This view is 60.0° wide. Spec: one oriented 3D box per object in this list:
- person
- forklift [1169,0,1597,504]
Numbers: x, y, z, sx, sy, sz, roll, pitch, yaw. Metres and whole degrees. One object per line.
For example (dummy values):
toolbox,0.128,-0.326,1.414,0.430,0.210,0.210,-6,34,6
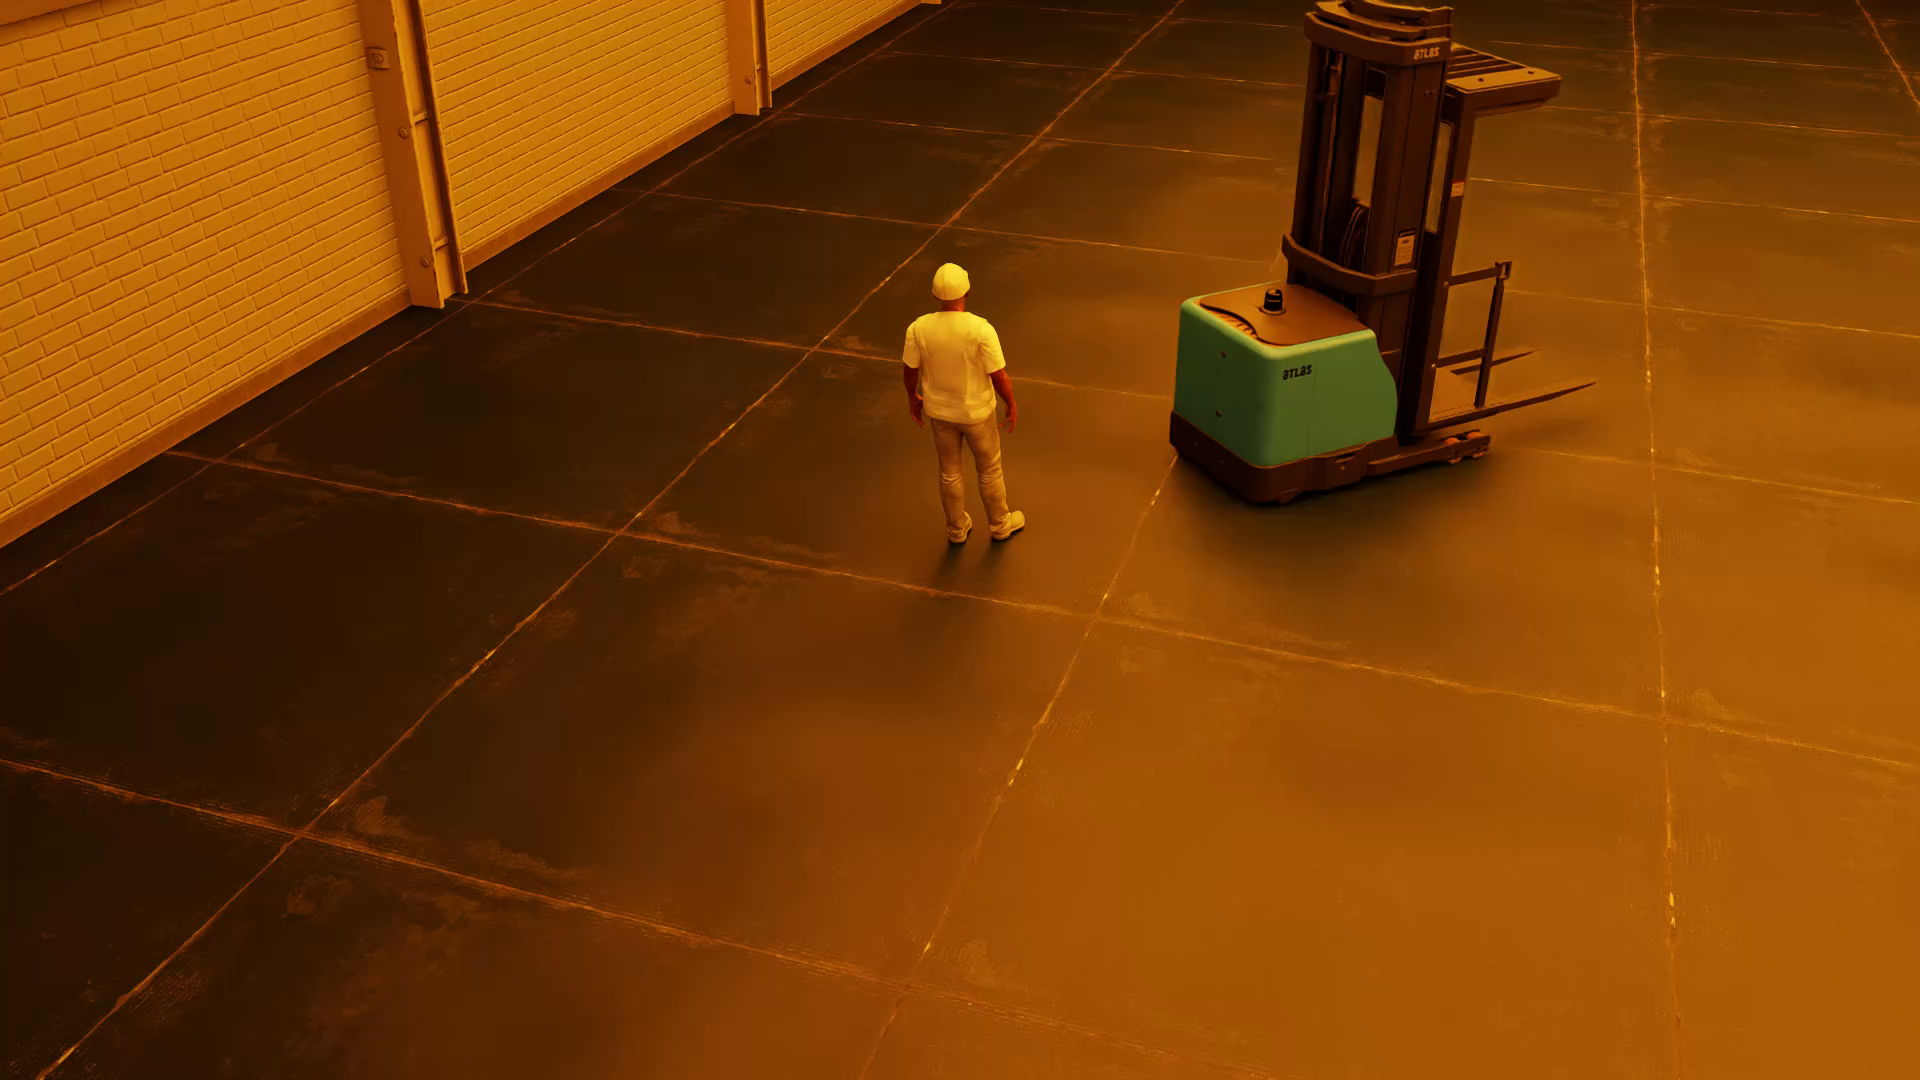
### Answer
person,0.027,-0.805,9.712,0.666,1.768,0.575,10,31,16
forklift,2.947,-1.999,10.644,3.031,2.935,1.130,-14,33,-23
